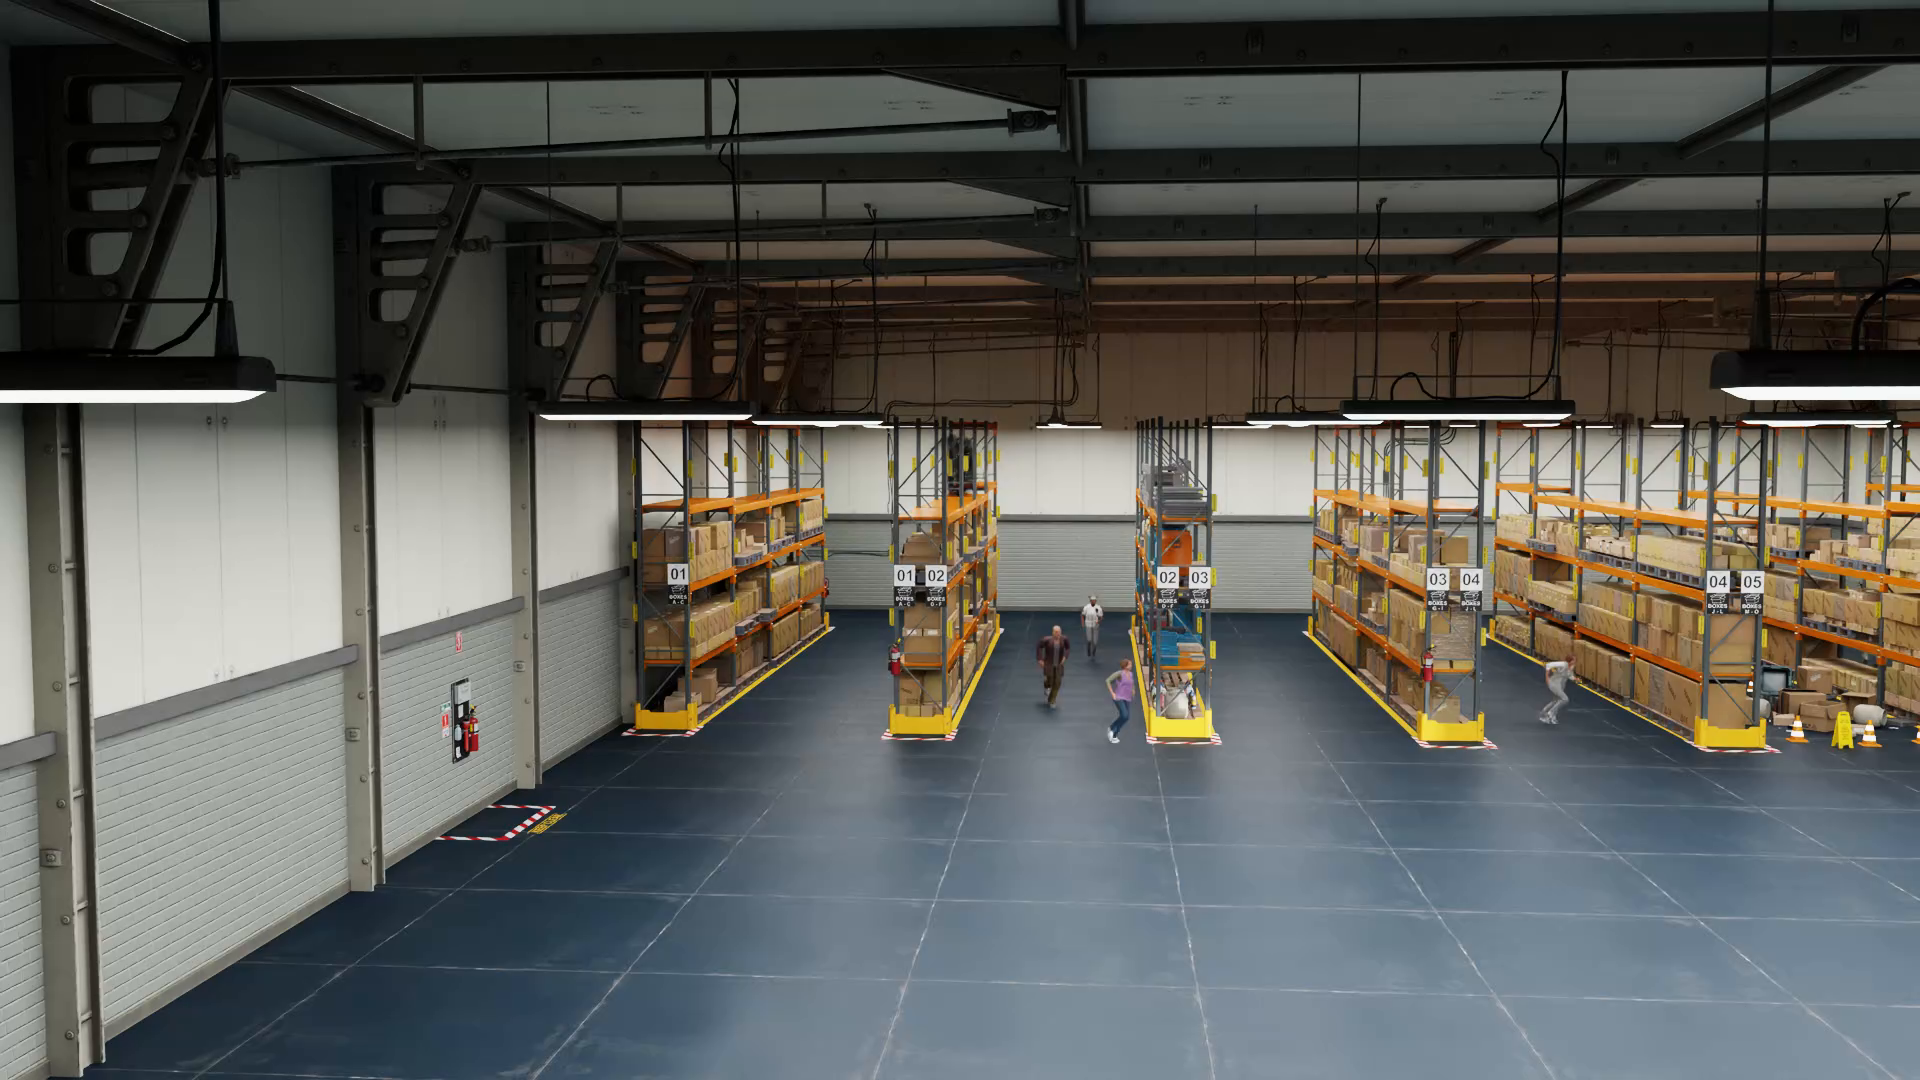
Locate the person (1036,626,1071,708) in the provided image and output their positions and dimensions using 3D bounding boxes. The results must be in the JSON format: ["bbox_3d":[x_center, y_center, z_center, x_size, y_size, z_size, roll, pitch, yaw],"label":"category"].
[{"bbox_3d":[1.936,2.623,34.734,0.706,1.717,0.808,-1,4,-16],"label":"person"}]

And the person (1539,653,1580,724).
[{"bbox_3d":[11.615,2.884,32.290,0.569,1.435,0.863,-3,5,-35],"label":"person"}]

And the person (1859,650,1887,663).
[{"bbox_3d":[22.430,2.238,40.833,0.549,1.717,0.793,0,4,-6],"label":"person"}]

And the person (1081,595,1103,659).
[{"bbox_3d":[3.304,2.178,41.592,0.554,1.647,0.653,0,4,3],"label":"person"}]

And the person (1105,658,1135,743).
[{"bbox_3d":[3.017,2.957,30.627,0.563,1.539,0.495,-3,5,-42],"label":"person"}]
